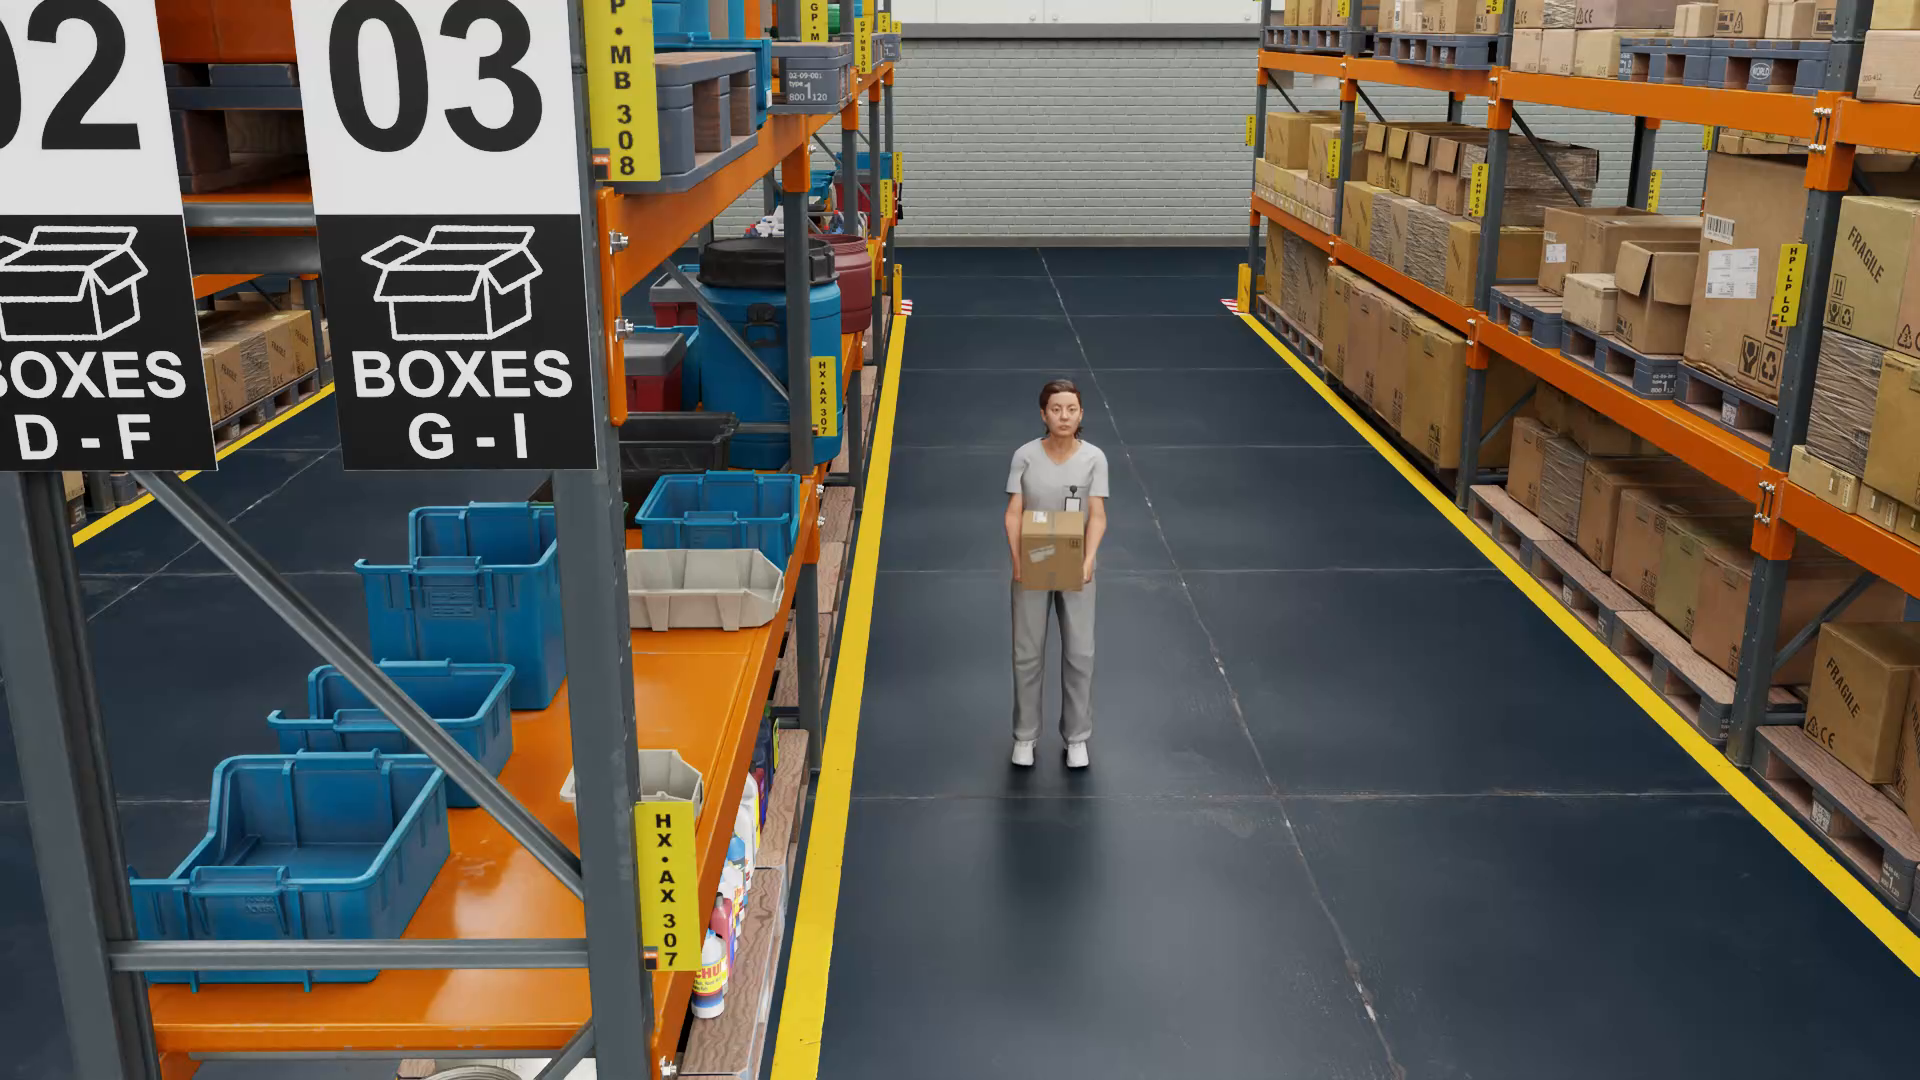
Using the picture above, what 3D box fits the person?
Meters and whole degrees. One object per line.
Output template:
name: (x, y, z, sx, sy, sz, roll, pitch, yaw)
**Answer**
person: (0.403, 0.168, 7.038, 0.438, 1.654, 0.559, 1, 17, 4)
